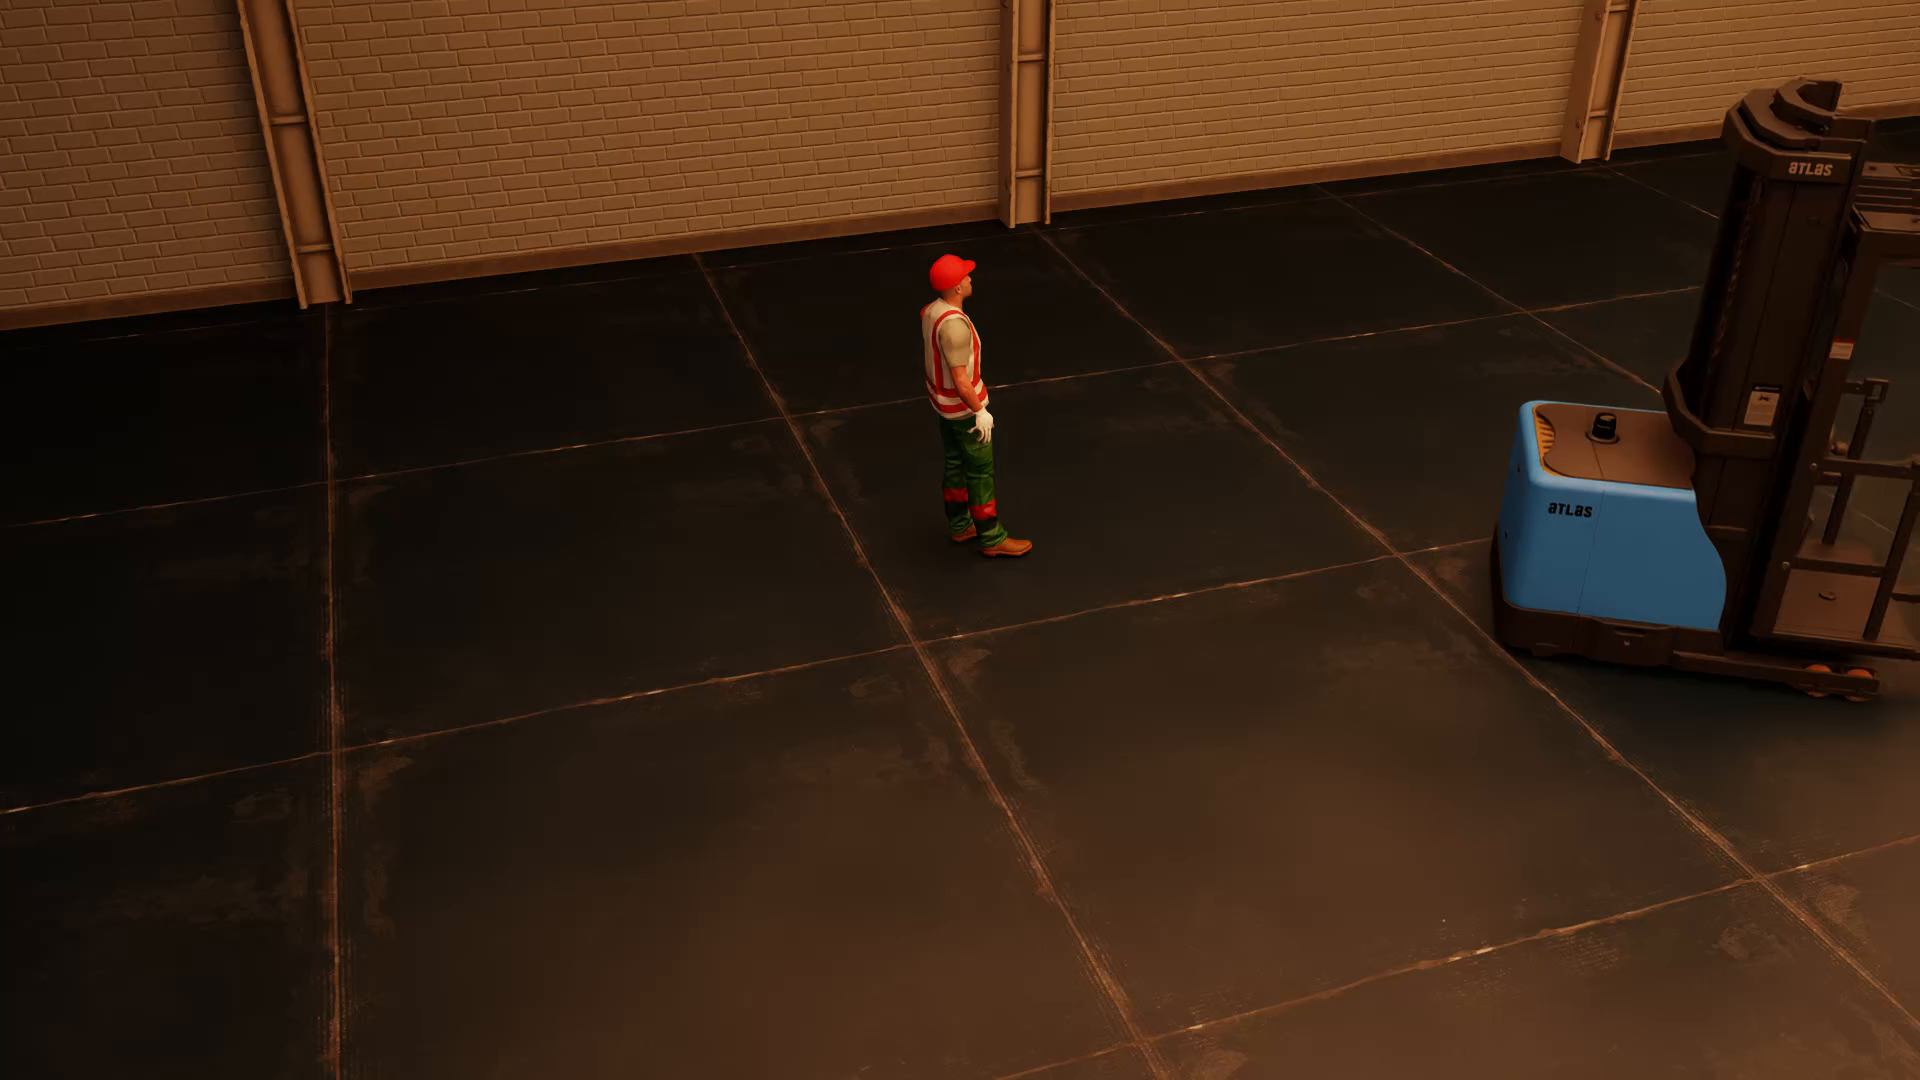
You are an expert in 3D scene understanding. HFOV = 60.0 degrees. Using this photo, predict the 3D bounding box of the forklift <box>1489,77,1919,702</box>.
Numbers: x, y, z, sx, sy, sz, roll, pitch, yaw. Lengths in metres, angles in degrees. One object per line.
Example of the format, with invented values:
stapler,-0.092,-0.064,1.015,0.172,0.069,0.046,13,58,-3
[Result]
forklift,4.468,-0.728,8.353,3.031,2.935,1.130,7,31,11

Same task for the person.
person,0.080,-0.787,9.589,0.564,1.782,0.637,-10,31,-16
